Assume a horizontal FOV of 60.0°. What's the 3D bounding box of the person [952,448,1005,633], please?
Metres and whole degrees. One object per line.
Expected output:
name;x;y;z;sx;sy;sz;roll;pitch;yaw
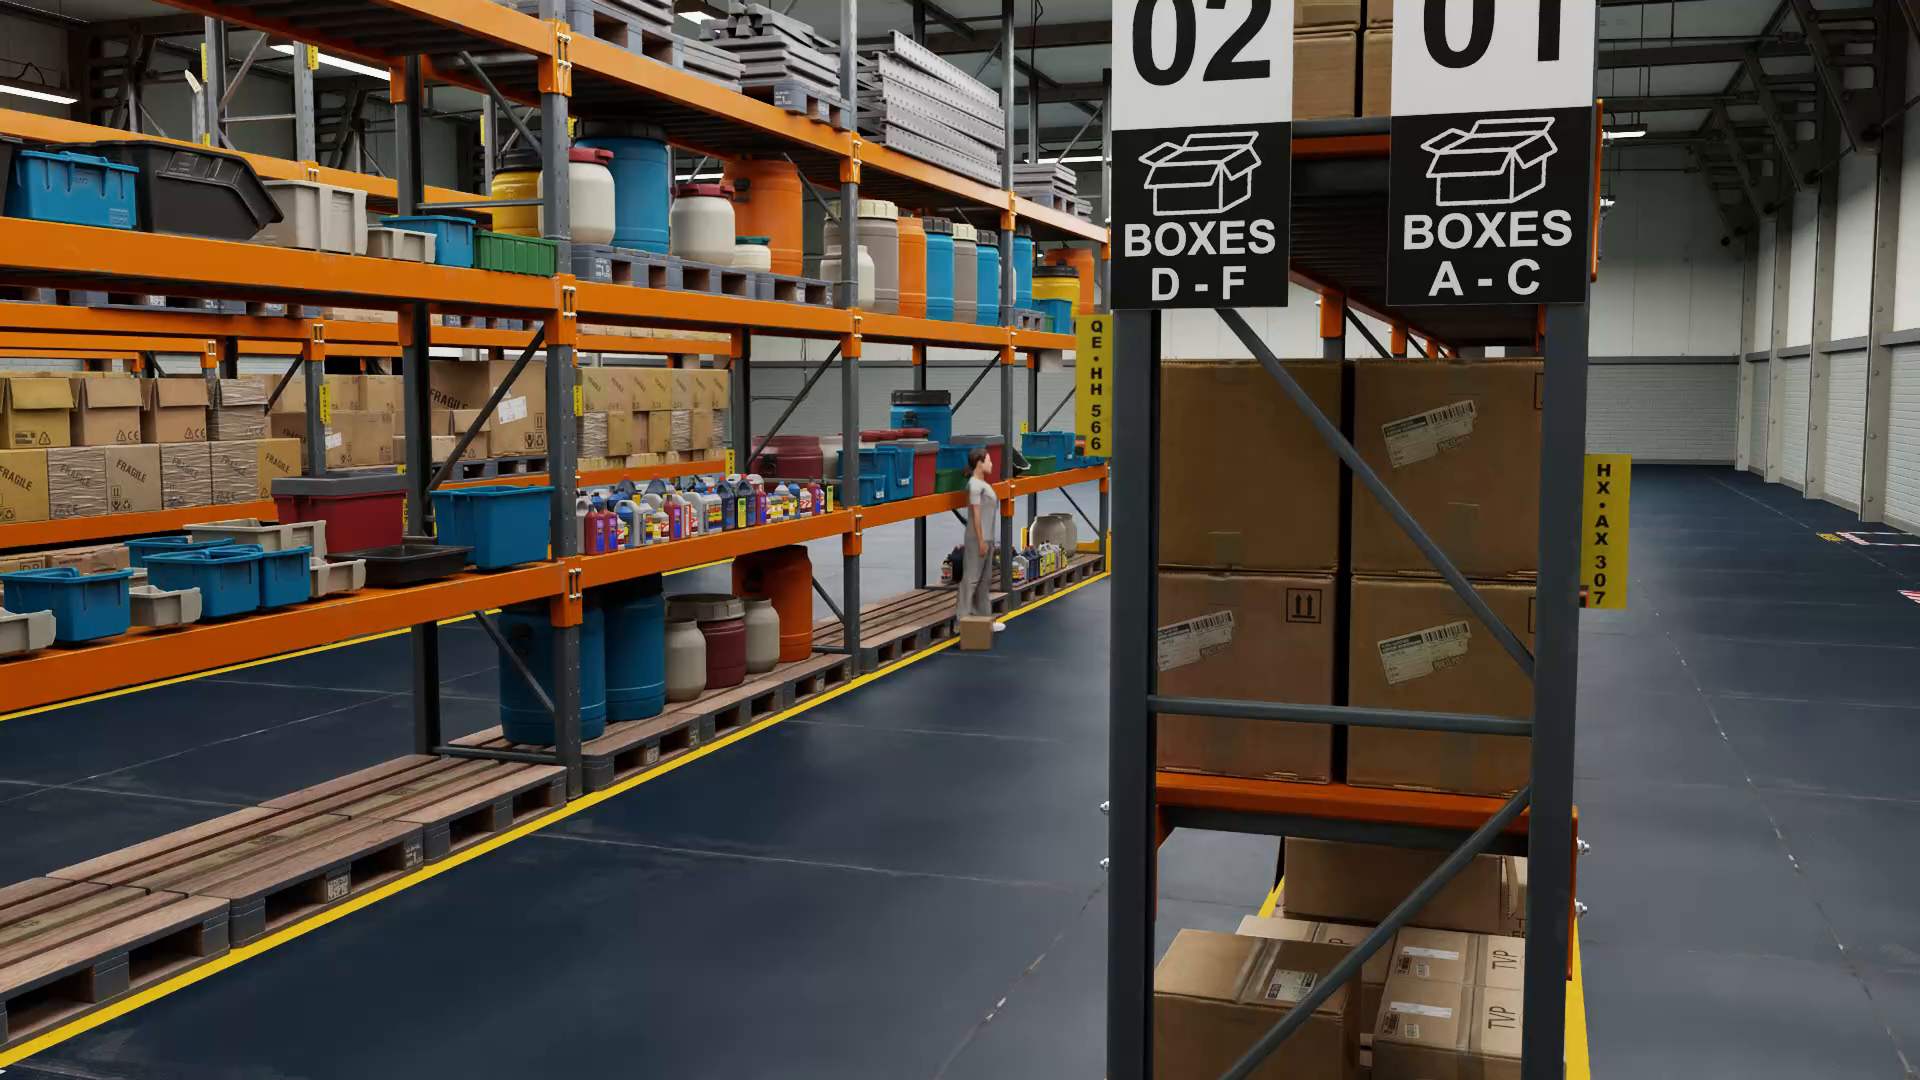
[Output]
person;0.160;0.012;14.931;0.446;1.675;0.549;1;5;8
